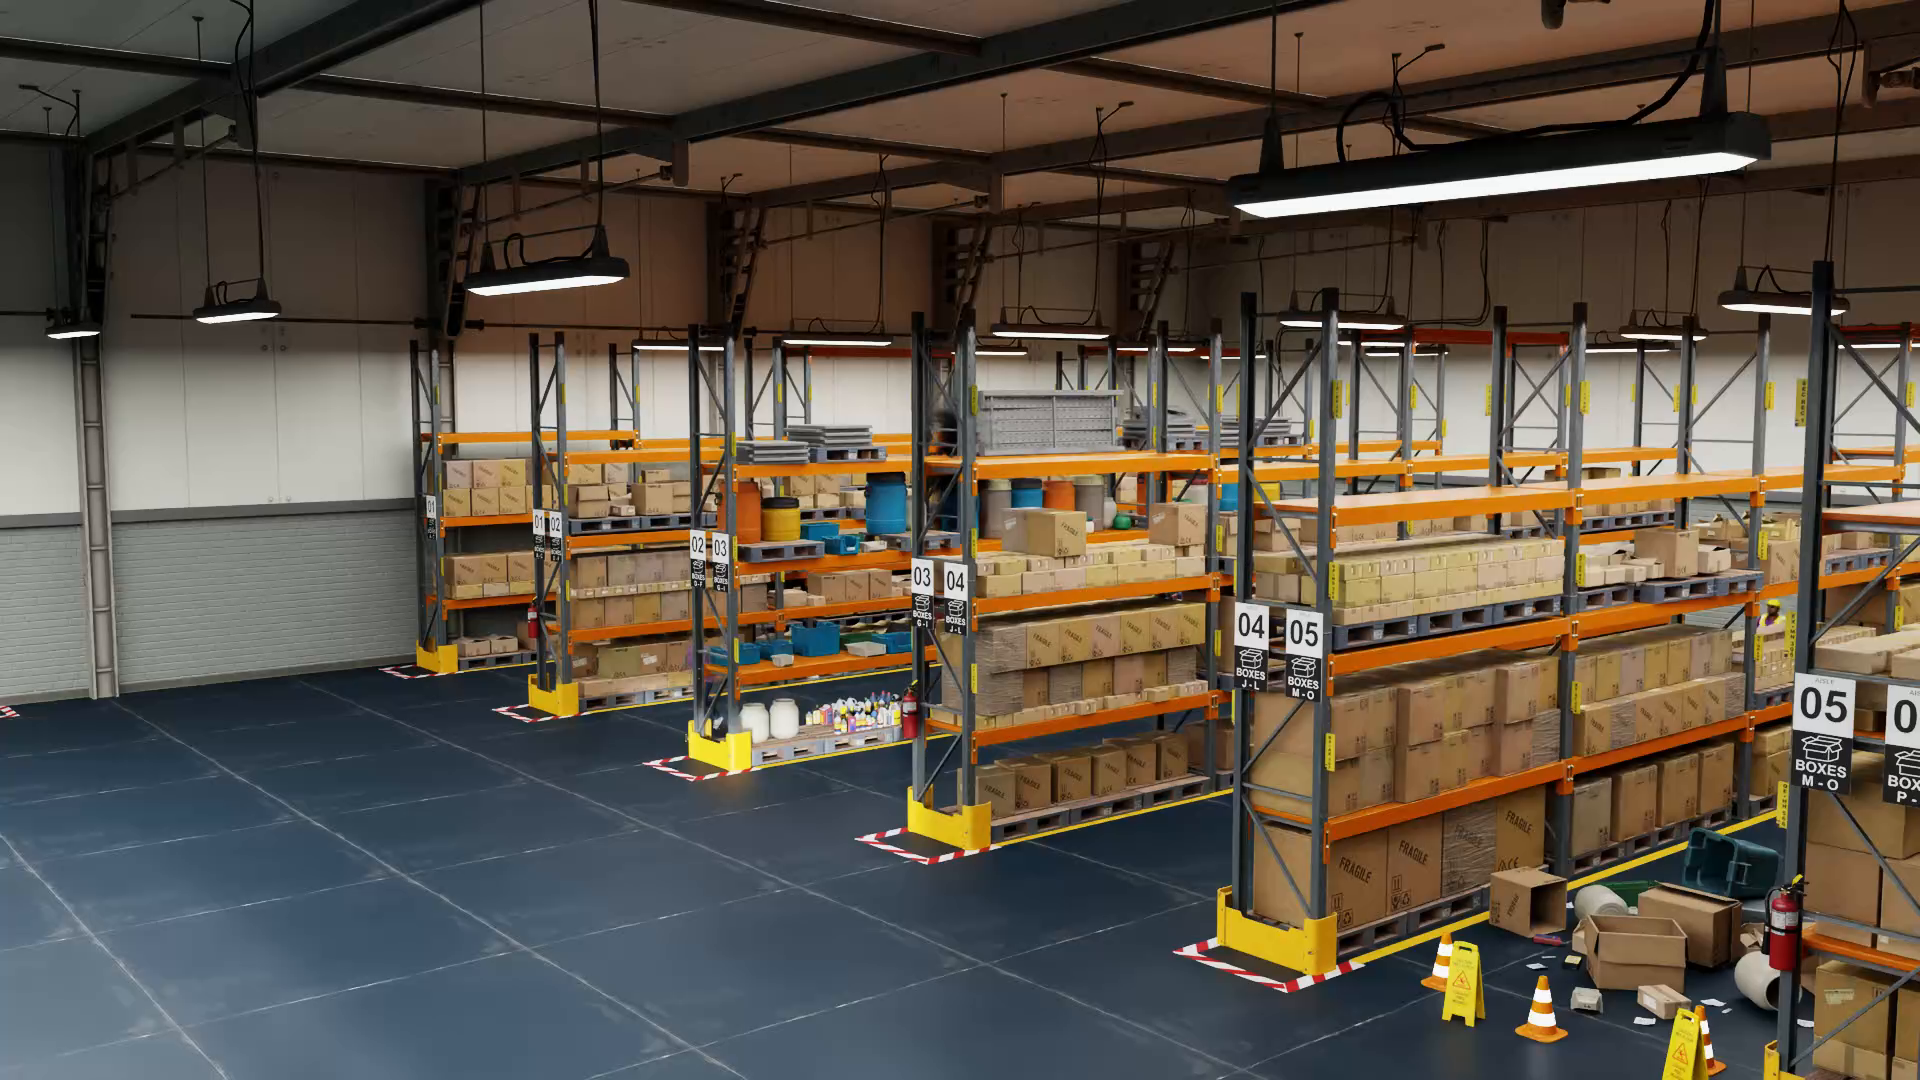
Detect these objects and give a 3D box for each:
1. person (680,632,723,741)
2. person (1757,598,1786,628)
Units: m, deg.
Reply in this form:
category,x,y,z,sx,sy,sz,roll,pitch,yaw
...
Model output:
category,x,y,z,sx,sy,sz,roll,pitch,yaw
person,-3.780,2.116,24.484,0.551,1.543,0.922,3,6,30
person,12.985,1.822,26.674,0.662,1.788,0.722,5,7,43
